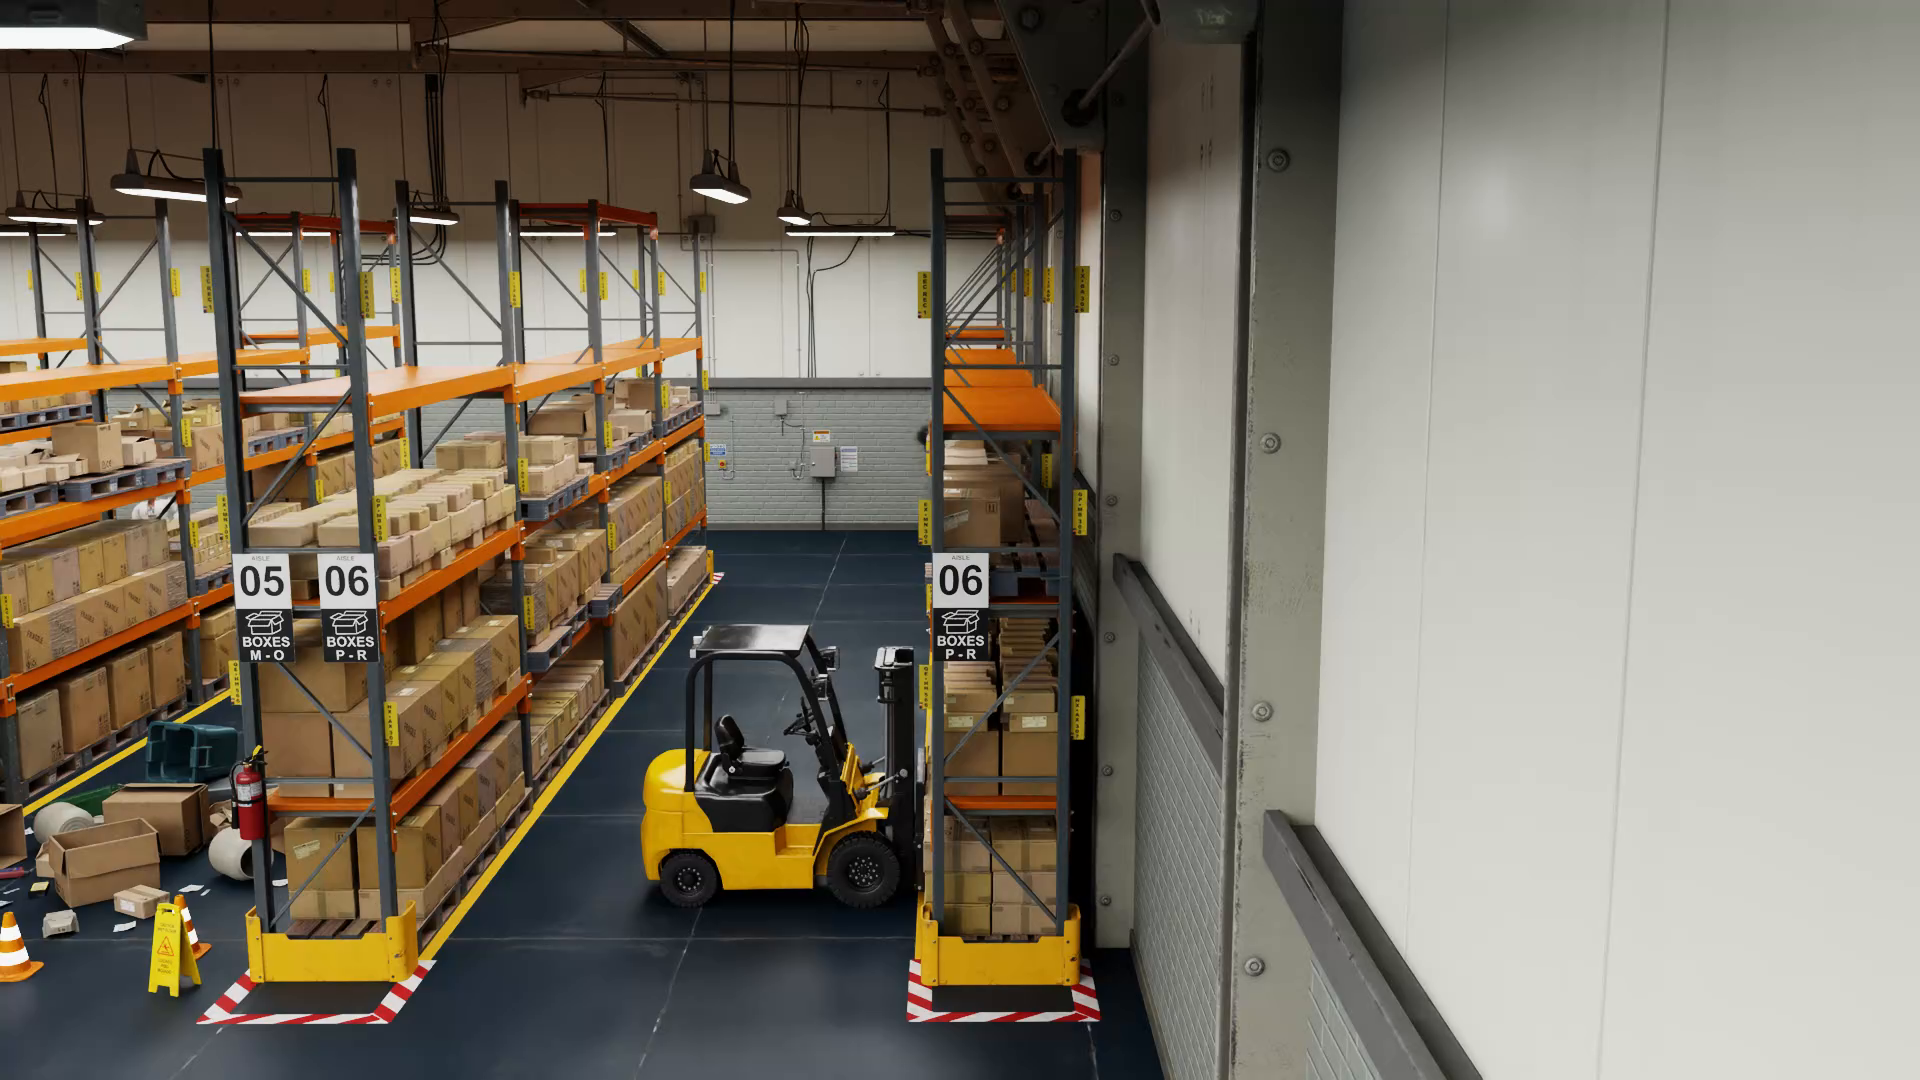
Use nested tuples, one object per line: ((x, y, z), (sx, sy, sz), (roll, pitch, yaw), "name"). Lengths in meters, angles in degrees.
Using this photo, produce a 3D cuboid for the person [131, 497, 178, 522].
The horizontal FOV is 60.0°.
((-12.959, 0.007, 26.800), (0.716, 1.776, 1.044), (-1, 9, -9), "person")
